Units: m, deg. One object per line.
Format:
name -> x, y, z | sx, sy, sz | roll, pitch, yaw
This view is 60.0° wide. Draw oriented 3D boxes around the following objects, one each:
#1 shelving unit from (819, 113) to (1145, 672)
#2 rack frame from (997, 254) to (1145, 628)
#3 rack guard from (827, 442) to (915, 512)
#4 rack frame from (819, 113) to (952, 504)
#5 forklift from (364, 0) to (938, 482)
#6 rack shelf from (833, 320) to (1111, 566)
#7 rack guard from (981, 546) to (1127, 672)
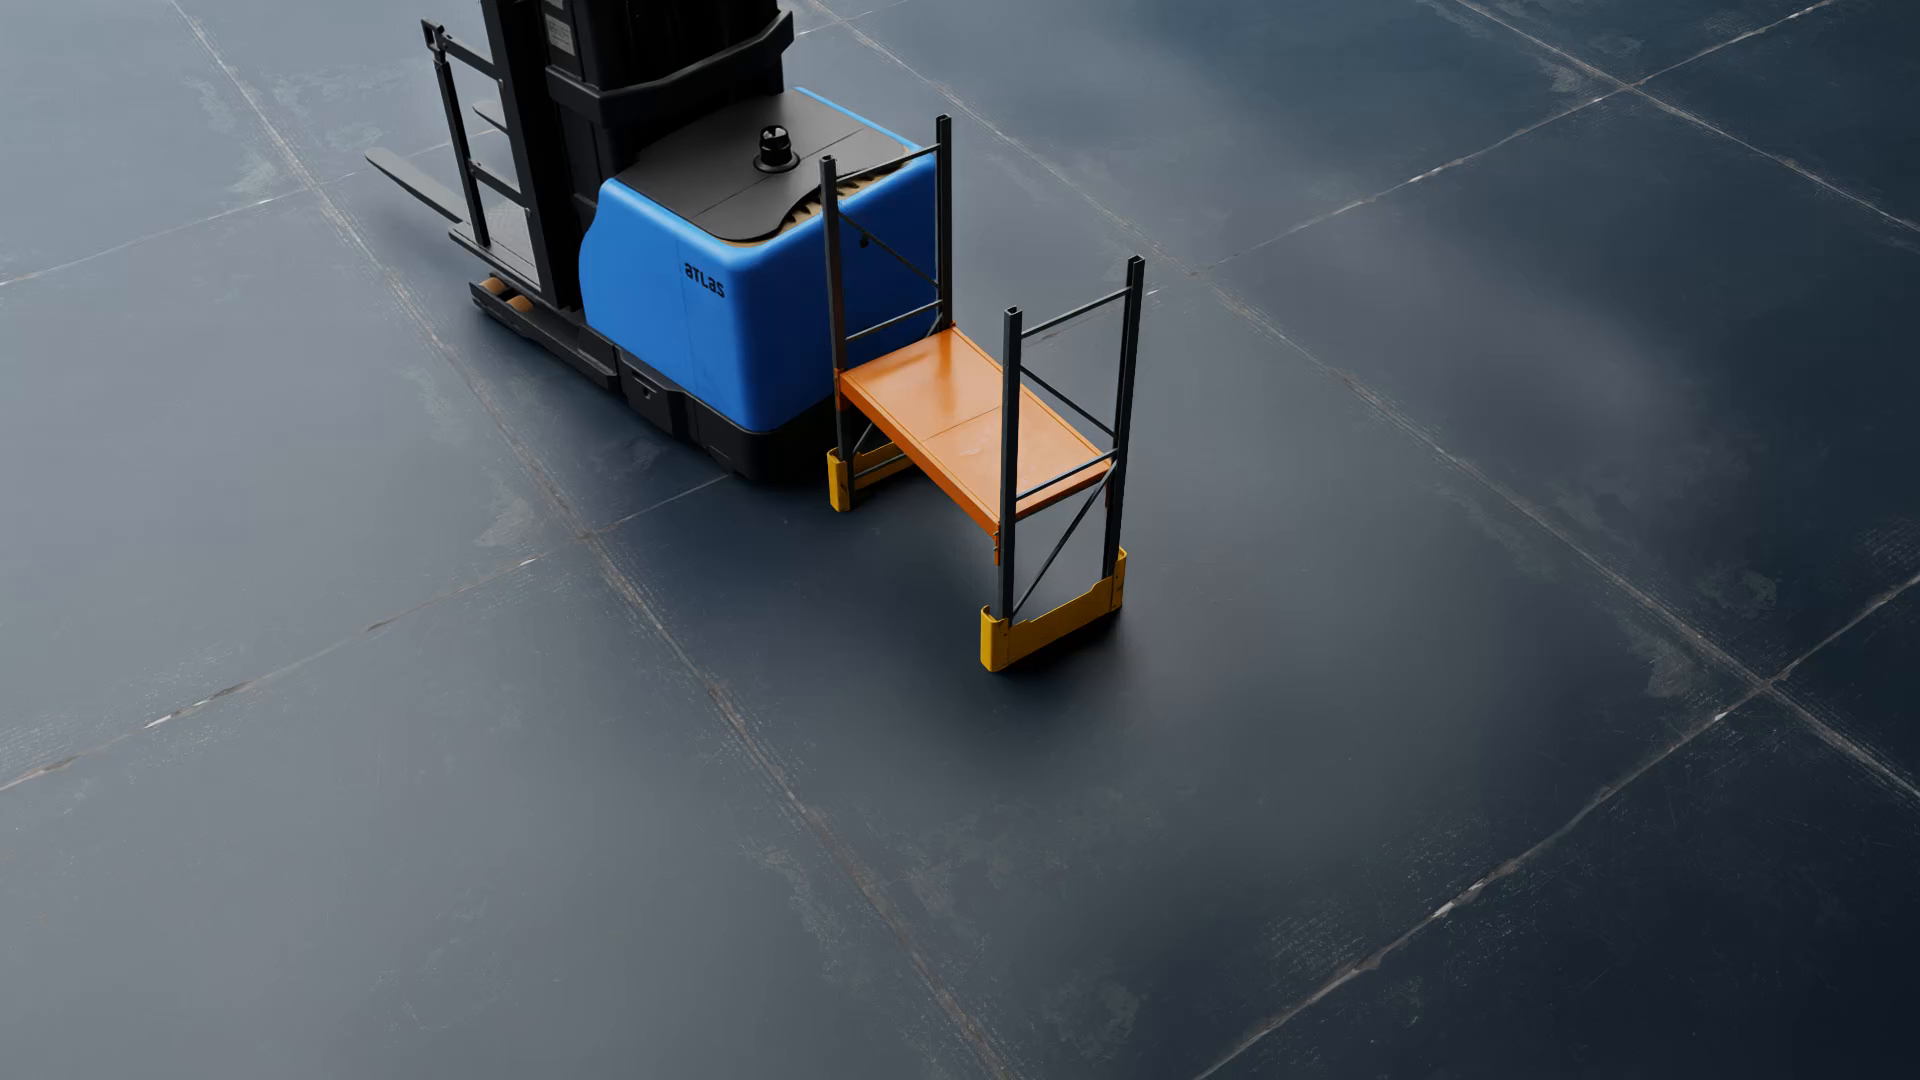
shelving unit -> 0.044, -0.499, 5.687 | 0.587, 1.500, 1.083 | -26, 49, -24
rack frame -> 0.340, -0.206, 5.380 | 0.500, 1.500, 0.032 | -26, 49, -24
rack guard -> -0.241, -0.329, 6.414 | 0.587, 0.250, 0.087 | -26, 49, -24
rack frame -> -0.242, -0.782, 5.983 | 0.500, 1.500, 0.032 | -26, 49, -24
forklift -> -1.485, -2.180, 6.411 | 3.031, 2.935, 1.130 | 33, 53, 30
rack shelf -> 0.049, -0.364, 5.806 | 0.538, 0.185, 1.000 | -26, 49, -24
rack guard -> 0.329, 0.235, 5.823 | 0.587, 0.250, 0.087 | -26, 49, -24
